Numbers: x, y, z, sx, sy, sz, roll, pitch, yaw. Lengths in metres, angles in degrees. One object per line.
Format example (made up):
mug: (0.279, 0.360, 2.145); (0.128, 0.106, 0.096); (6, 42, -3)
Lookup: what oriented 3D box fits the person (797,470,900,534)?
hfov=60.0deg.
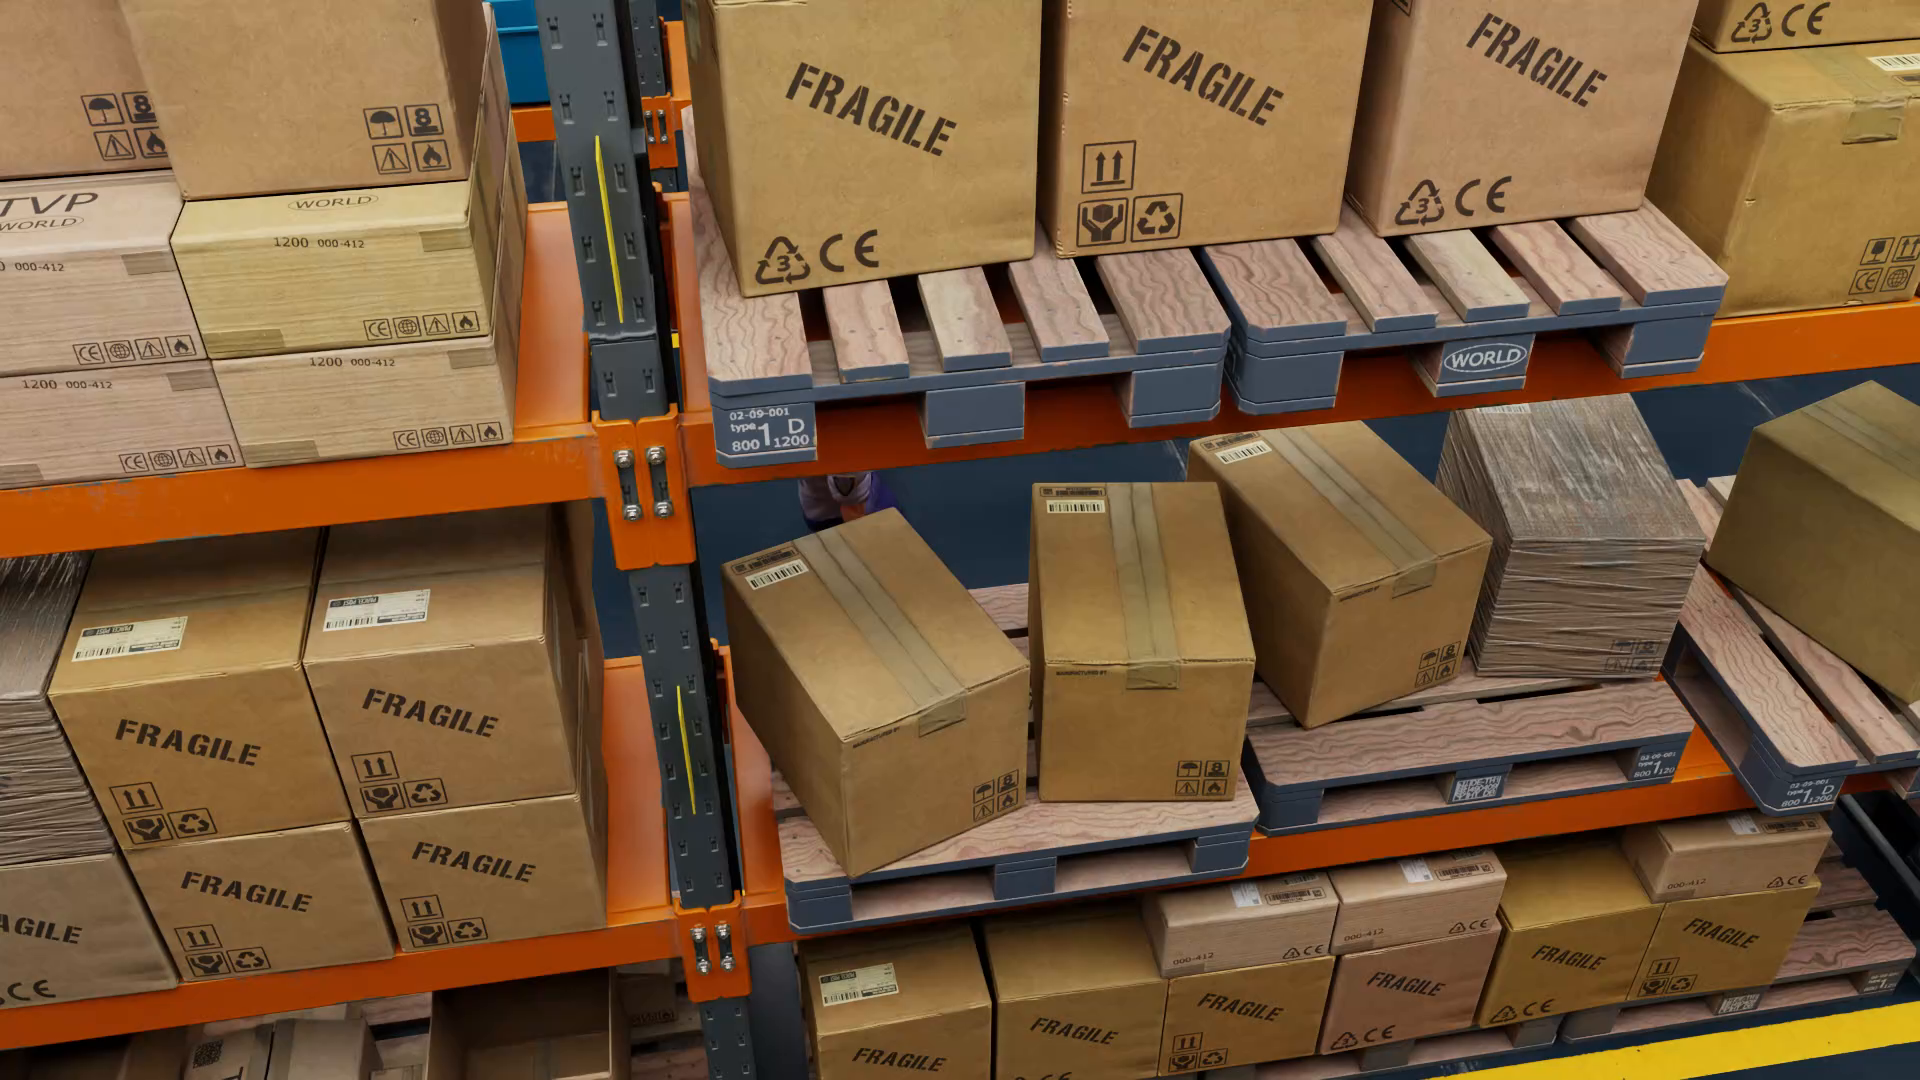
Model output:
person: (-0.338, -0.027, 6.214); (0.561, 1.636, 0.514); (4, 39, 5)
